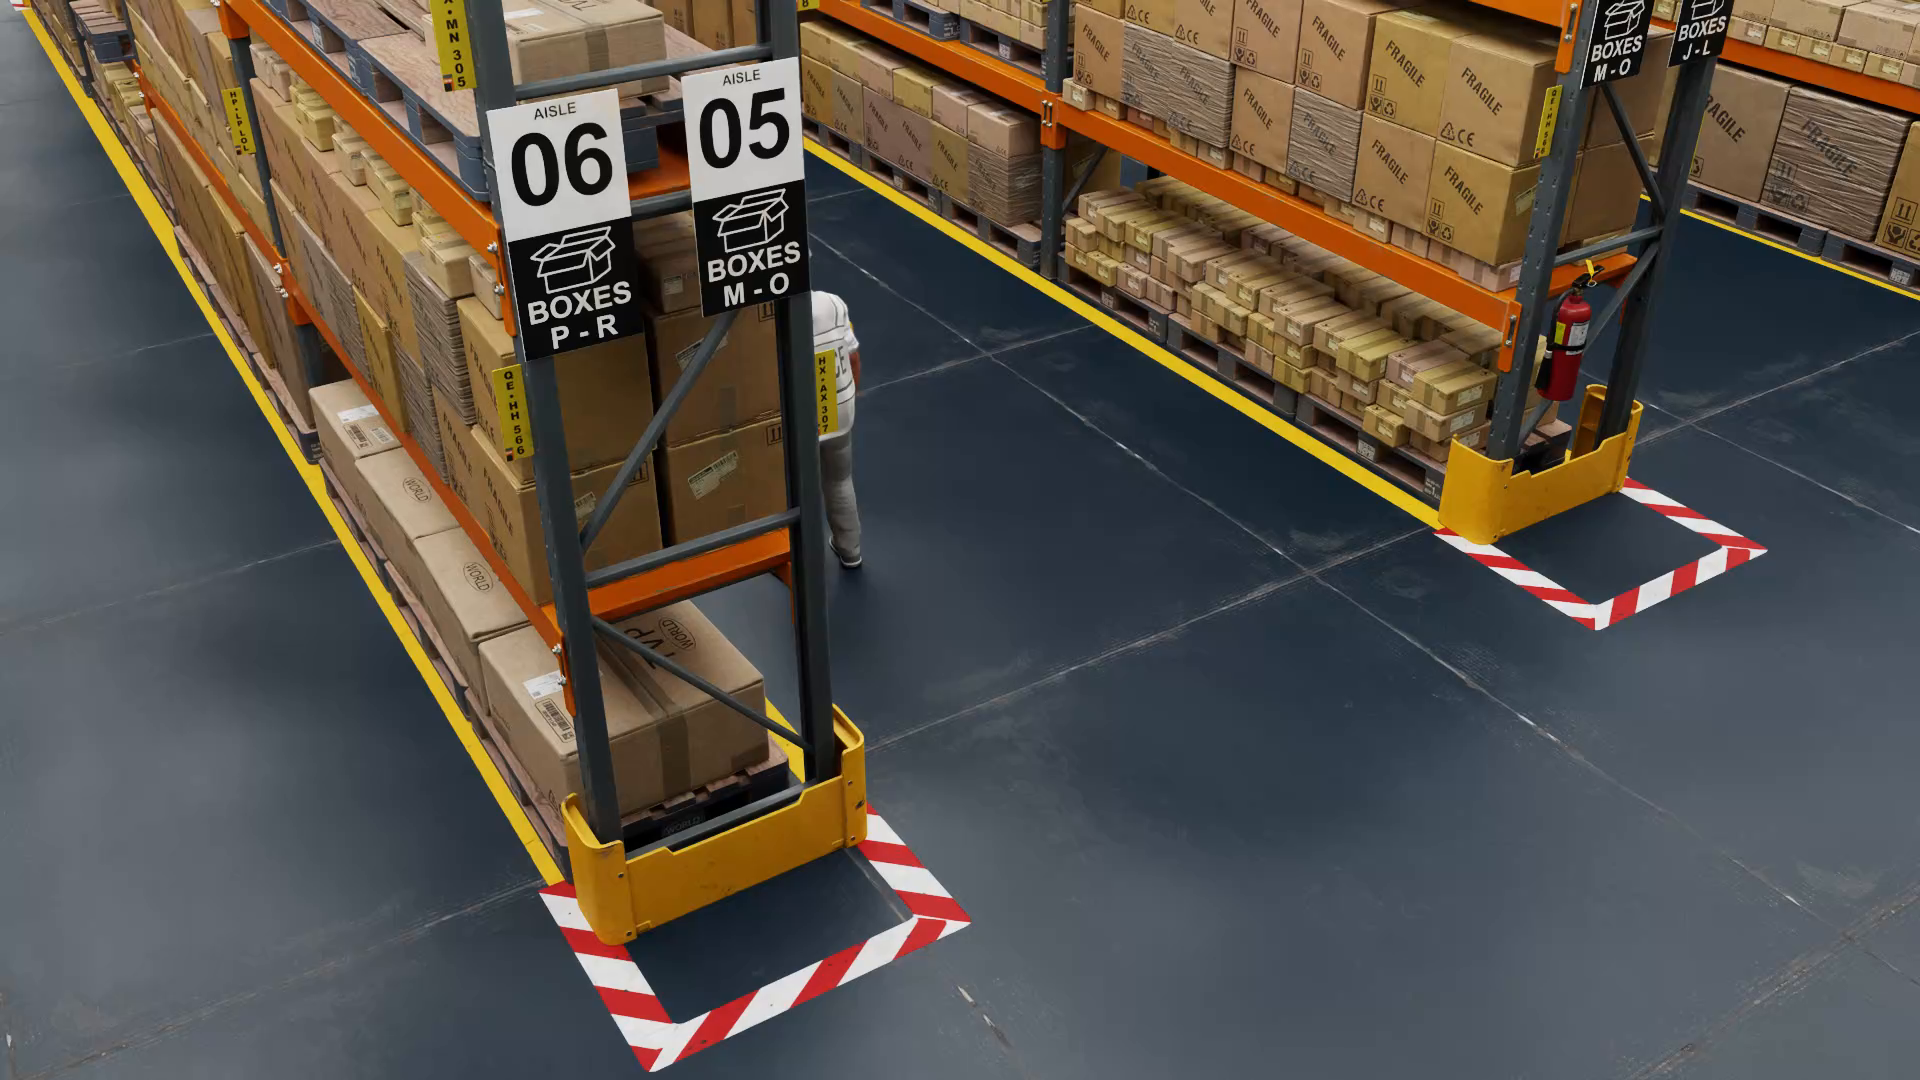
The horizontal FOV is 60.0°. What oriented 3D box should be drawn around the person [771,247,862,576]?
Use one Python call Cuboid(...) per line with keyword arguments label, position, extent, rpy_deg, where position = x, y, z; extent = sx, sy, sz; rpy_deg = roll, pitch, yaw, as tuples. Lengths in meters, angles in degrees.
Cuboid(label="person", position=(-0.739, -0.586, 8.054), extent=(0.590, 1.748, 0.435), rpy_deg=(-20, 37, -28))
